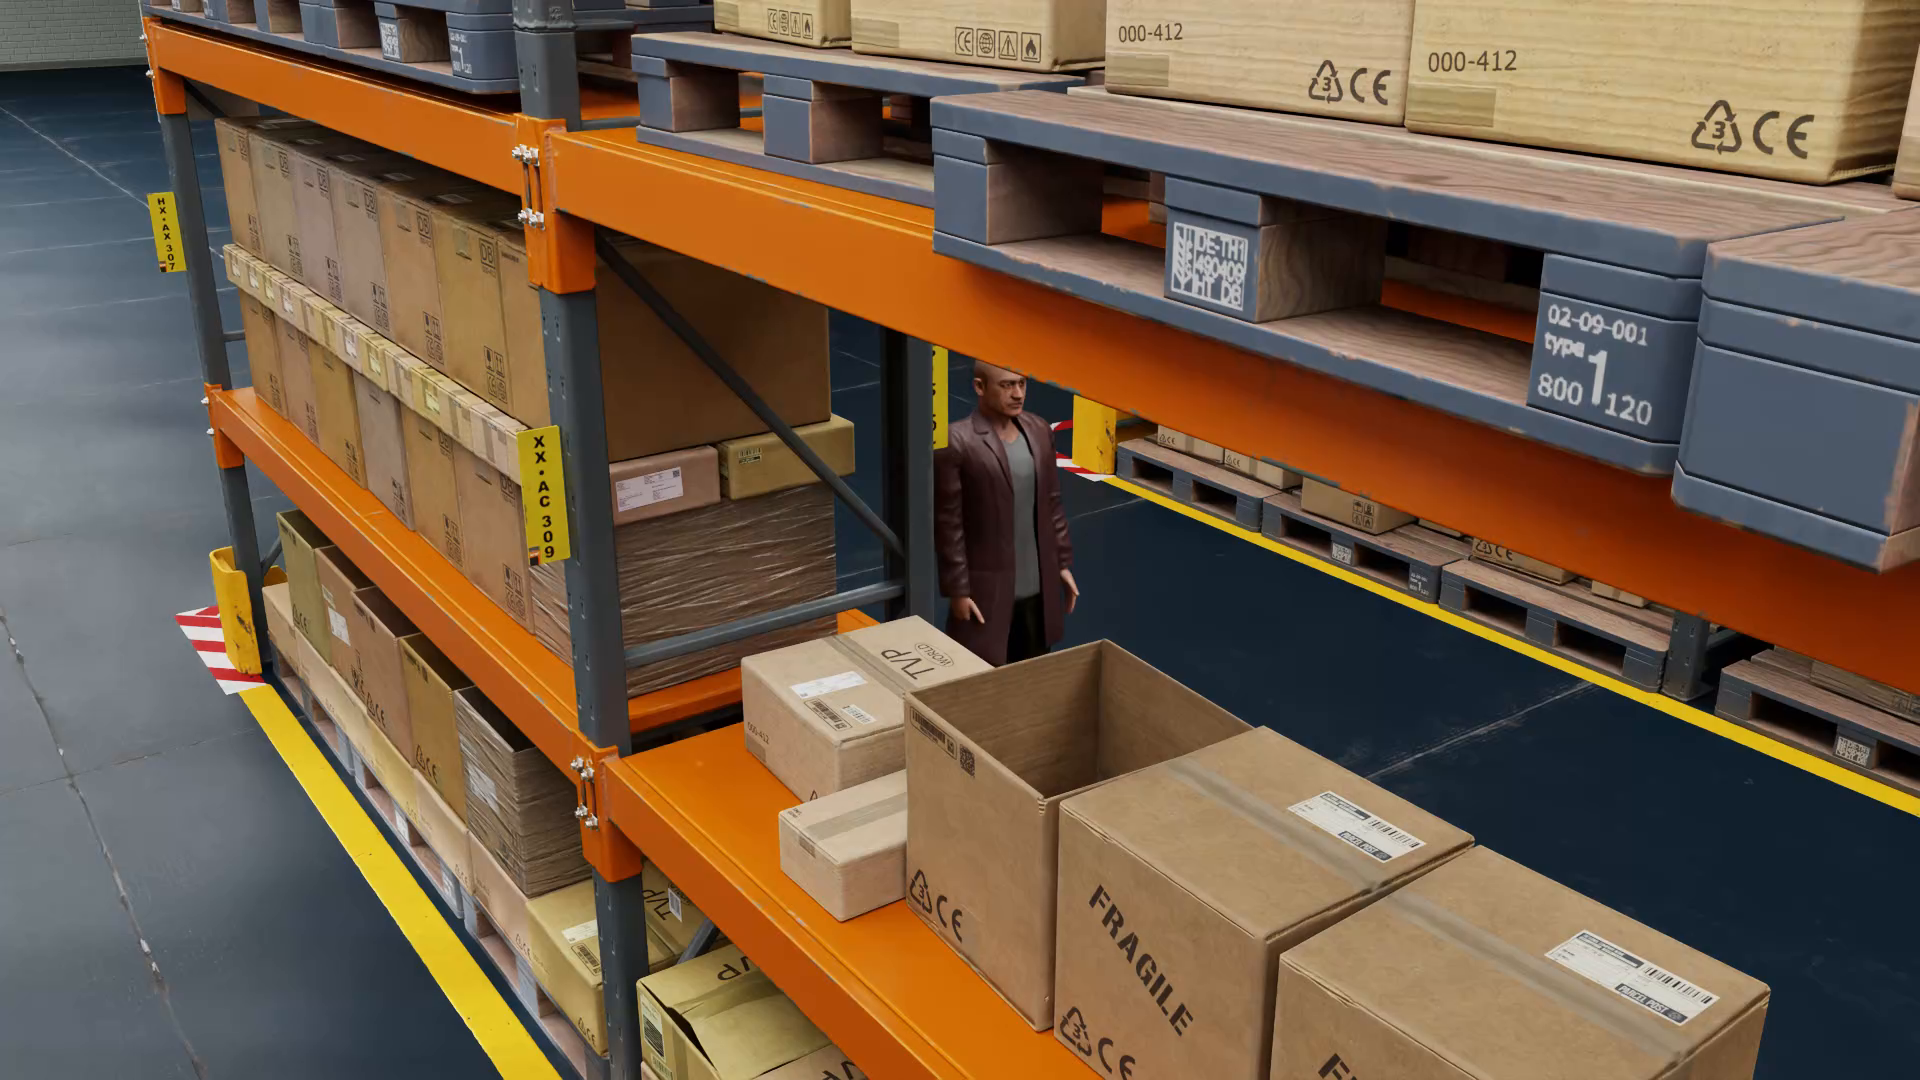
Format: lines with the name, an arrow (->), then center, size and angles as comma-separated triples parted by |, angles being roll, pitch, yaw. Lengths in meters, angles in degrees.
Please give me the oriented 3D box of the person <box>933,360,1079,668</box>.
person -> 0.179, 0.193, 6.188 | 0.601, 1.848, 0.561 | -14, 25, -32
